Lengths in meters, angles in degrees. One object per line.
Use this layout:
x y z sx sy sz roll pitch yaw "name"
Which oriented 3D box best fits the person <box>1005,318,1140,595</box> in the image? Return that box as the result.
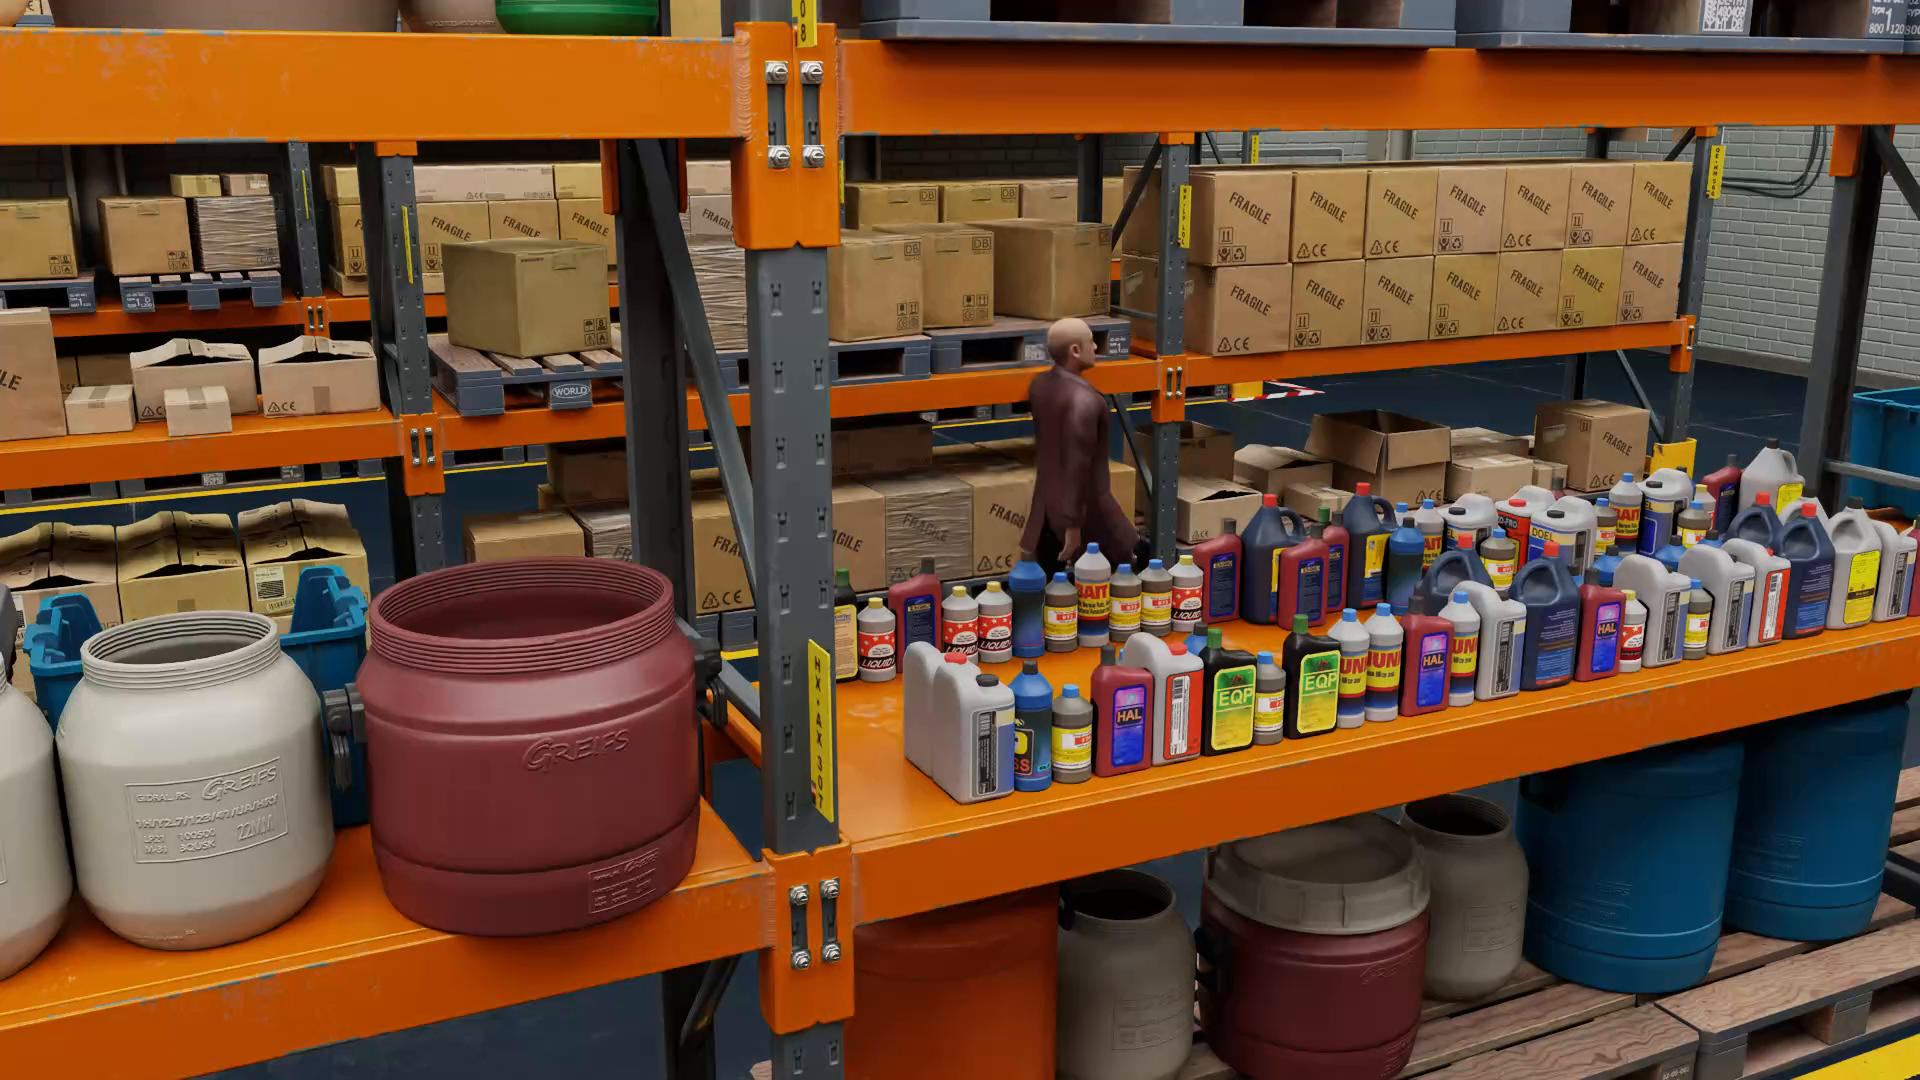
0.488 -0.151 7.591 1.095 1.733 0.565 -8 17 -28 "person"
